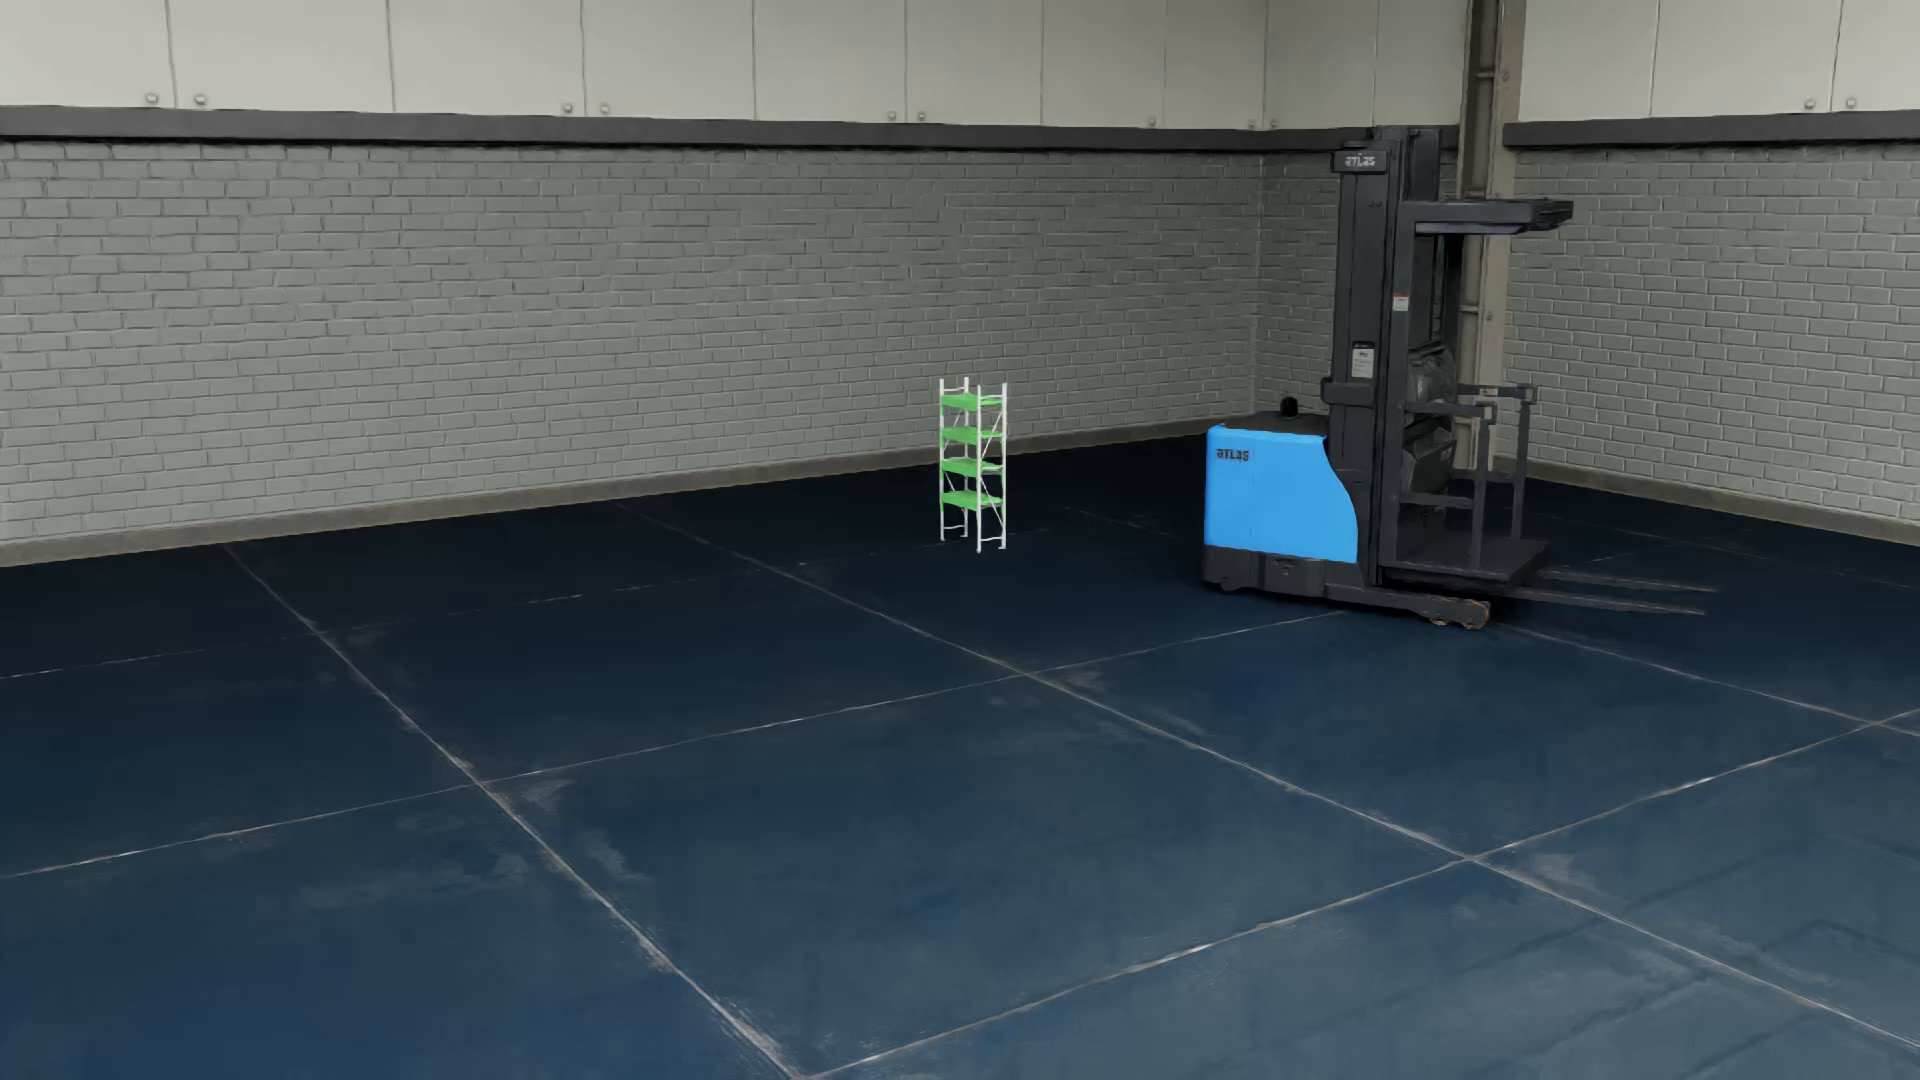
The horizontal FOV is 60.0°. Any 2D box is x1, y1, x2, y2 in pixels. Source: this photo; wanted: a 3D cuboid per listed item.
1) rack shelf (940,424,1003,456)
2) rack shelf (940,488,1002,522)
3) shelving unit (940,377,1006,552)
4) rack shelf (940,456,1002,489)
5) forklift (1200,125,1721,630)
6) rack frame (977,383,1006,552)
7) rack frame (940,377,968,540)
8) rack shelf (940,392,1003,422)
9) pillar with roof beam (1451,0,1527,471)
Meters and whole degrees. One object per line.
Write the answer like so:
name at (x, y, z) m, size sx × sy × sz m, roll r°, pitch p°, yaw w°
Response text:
rack shelf at (0.092, -0.729, 12.061) m, size 0.258 × 0.148 × 0.480 m, roll -8°, pitch 15°, yaw -33°
rack shelf at (0.092, -0.260, 12.164) m, size 0.258 × 0.148 × 0.480 m, roll -8°, pitch 15°, yaw -33°
shelving unit at (0.092, -0.557, 12.099) m, size 0.258 × 1.200 × 0.503 m, roll -8°, pitch 15°, yaw -33°
rack shelf at (0.092, -0.494, 12.113) m, size 0.258 × 0.148 × 0.480 m, roll -8°, pitch 15°, yaw -33°
forklift at (3.093, -1.026, 10.192) m, size 3.031 × 2.935 × 1.130 m, roll 7°, pitch 14°, yaw 31°
rack frame at (0.227, -0.513, 11.901) m, size 0.240 × 1.200 × 0.015 m, roll -8°, pitch 15°, yaw -33°
rack frame at (-0.043, -0.600, 12.297) m, size 0.240 × 1.200 × 0.015 m, roll -8°, pitch 15°, yaw -33°
rack shelf at (0.092, -0.963, 12.010) m, size 0.258 × 0.148 × 0.480 m, roll -8°, pitch 15°, yaw -33°
pillar with roof beam at (1.089, -4.541, 12.061) m, size 9.100 × 9.000 × 0.400 m, roll -8°, pitch 15°, yaw -33°
